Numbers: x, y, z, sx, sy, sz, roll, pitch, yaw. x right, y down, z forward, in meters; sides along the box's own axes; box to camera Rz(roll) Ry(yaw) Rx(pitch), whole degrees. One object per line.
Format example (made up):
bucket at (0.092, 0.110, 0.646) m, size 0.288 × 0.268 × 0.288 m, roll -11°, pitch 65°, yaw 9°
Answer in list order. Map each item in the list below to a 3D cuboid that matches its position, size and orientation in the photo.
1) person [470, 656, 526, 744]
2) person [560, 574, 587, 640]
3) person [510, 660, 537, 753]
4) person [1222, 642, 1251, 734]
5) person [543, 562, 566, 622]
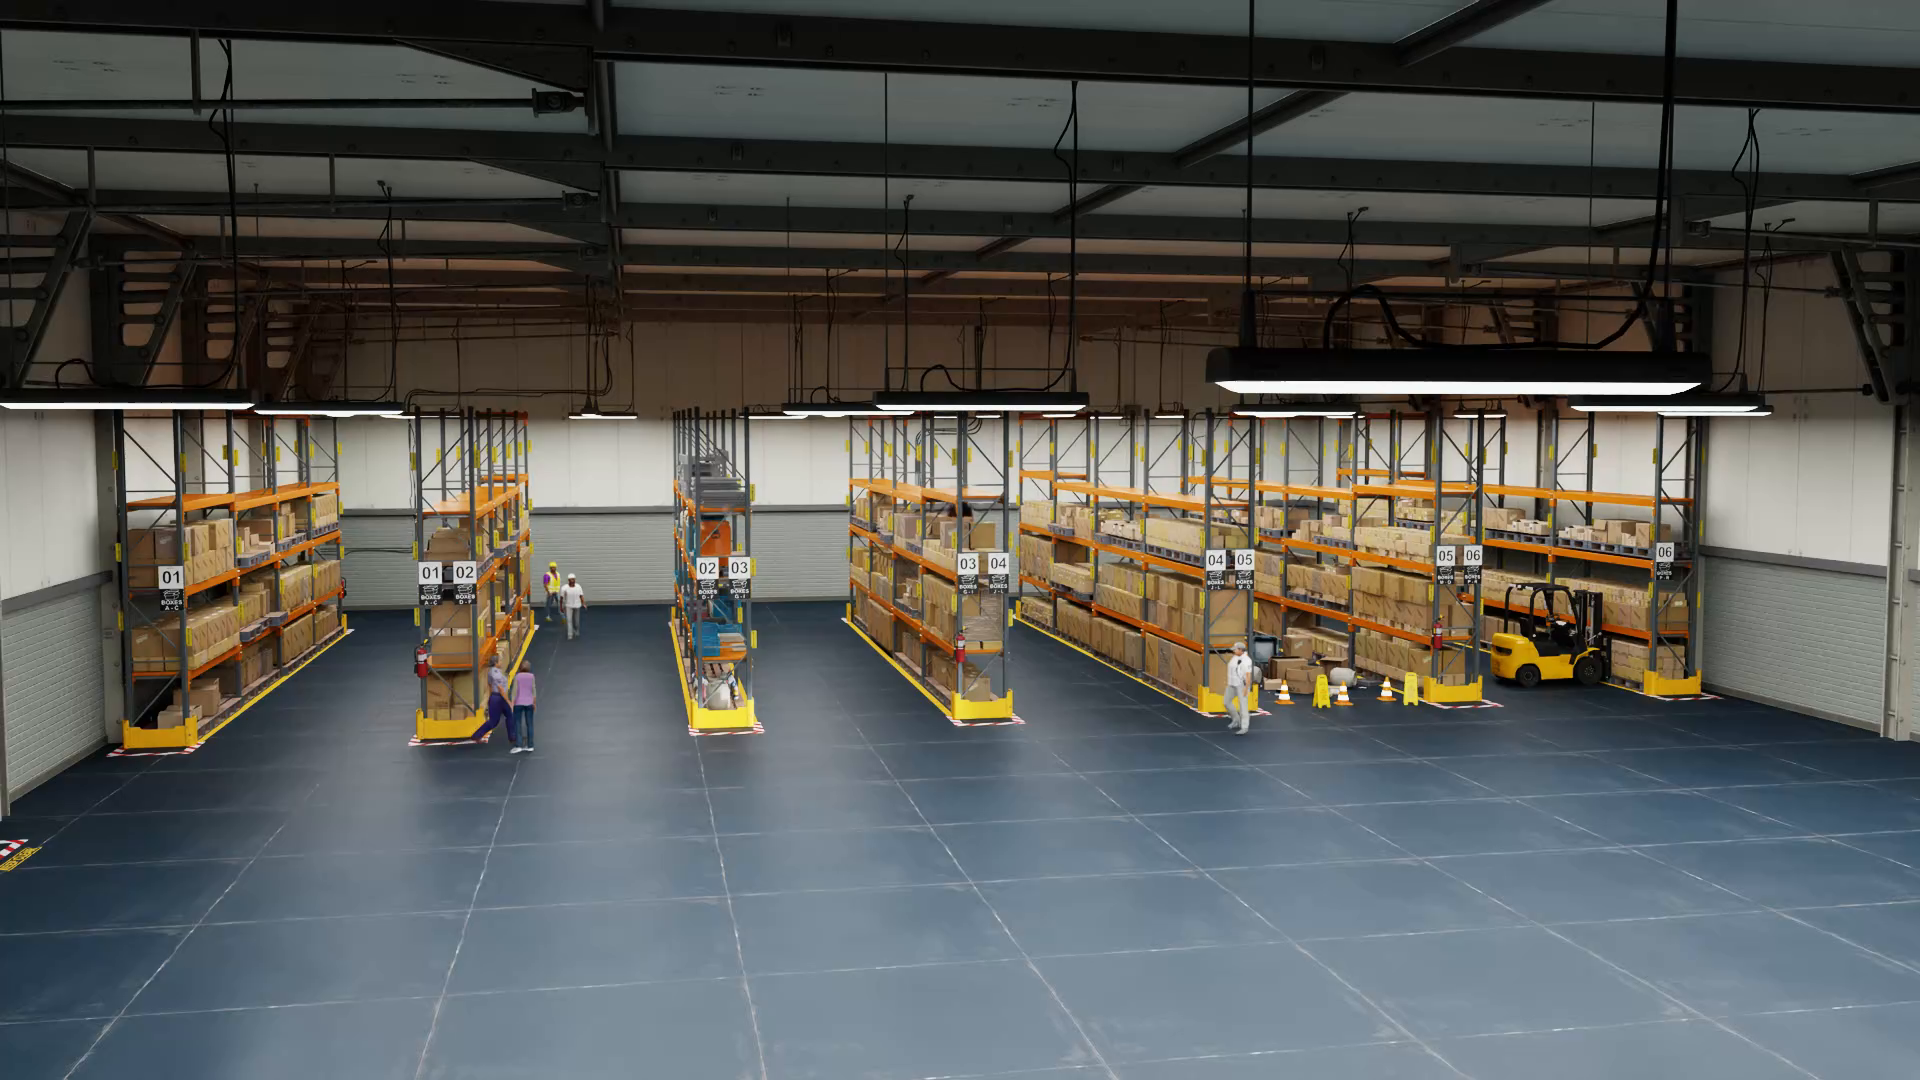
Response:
person at (-8.185, 2.831, 29.432) m, size 0.950 × 1.594 × 0.537 m, roll -1°, pitch 4°, yaw -11°
person at (-10.190, 1.751, 43.801) m, size 0.685 × 1.724 × 1.031 m, roll -1°, pitch 4°, yaw -14°
person at (-7.568, 2.879, 28.820) m, size 0.459 × 1.623 × 0.316 m, roll -2°, pitch 4°, yaw -21°
person at (5.141, 2.707, 30.718) m, size 0.451 × 1.680 × 0.592 m, roll -3°, pitch 5°, yaw -37°
person at (-11.494, 1.483, 47.101) m, size 0.596 × 1.703 × 1.033 m, roll -3°, pitch 5°, yaw -40°
